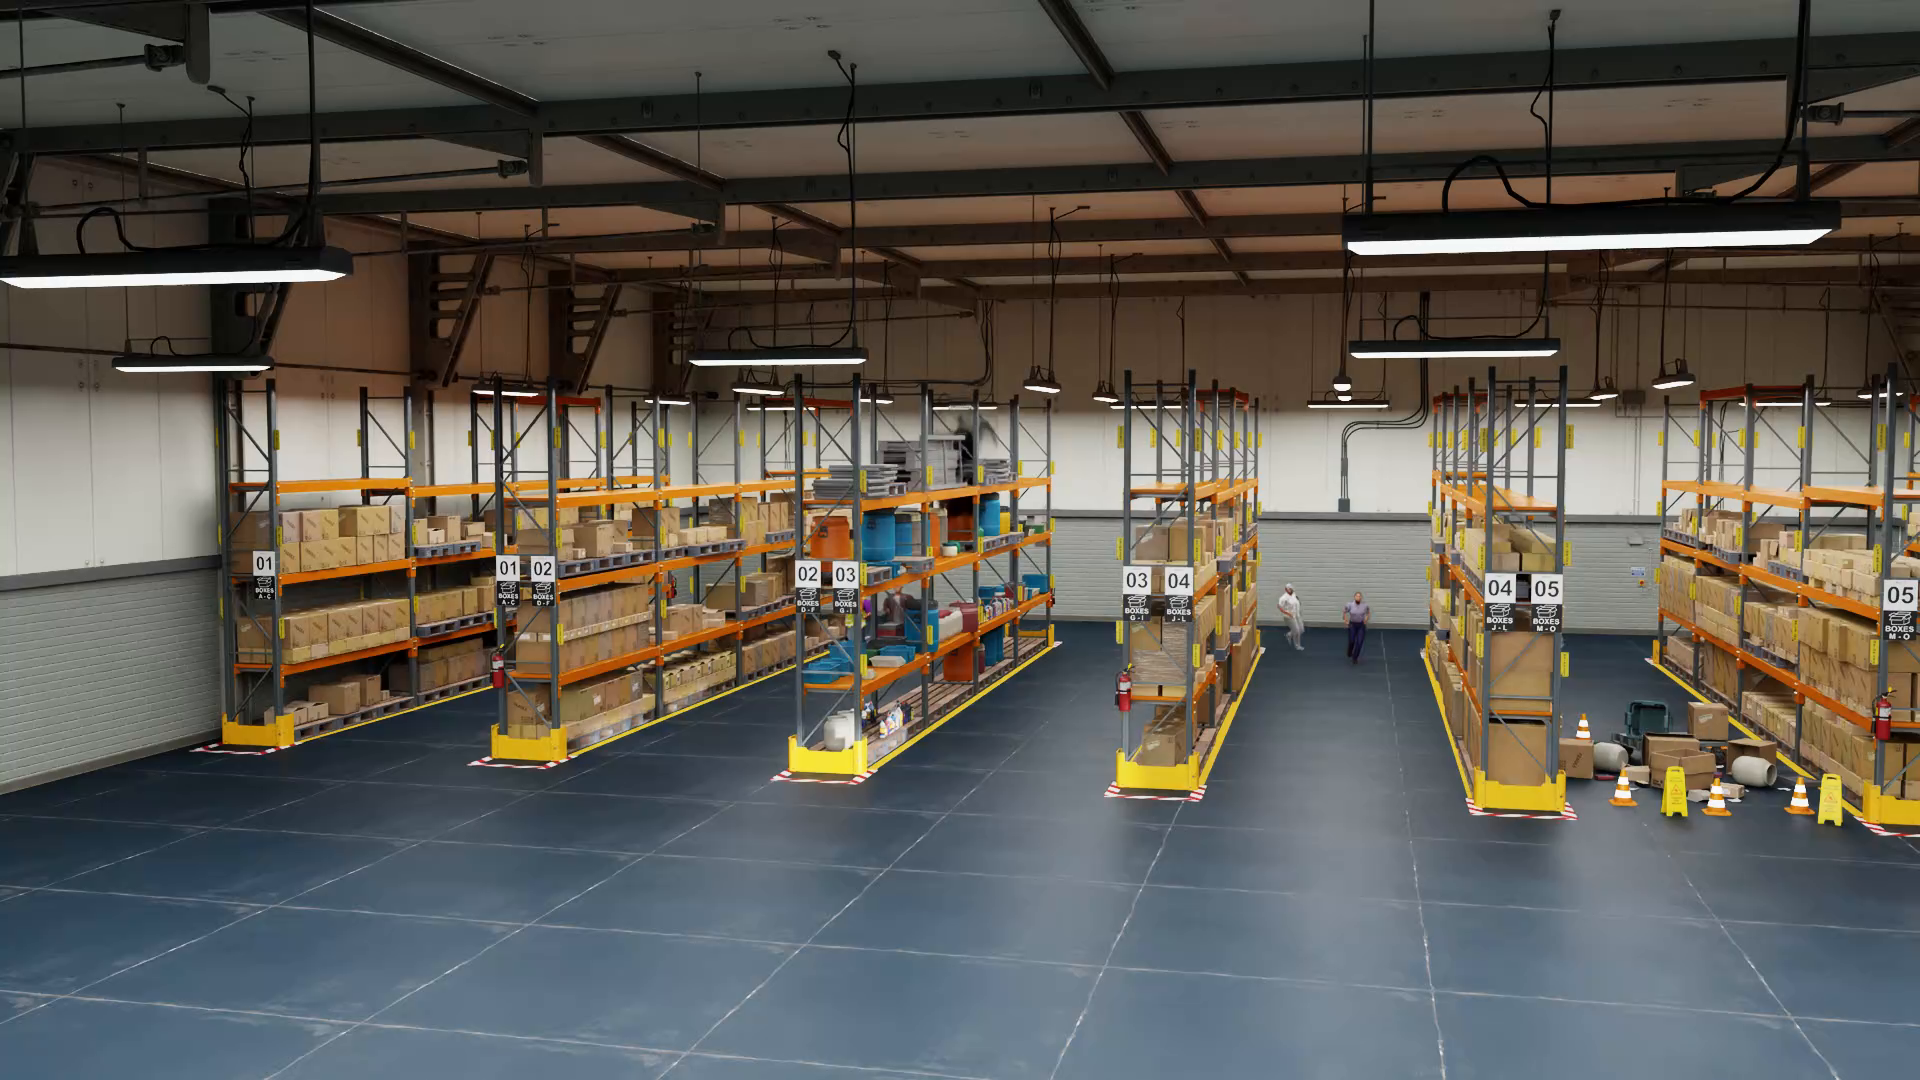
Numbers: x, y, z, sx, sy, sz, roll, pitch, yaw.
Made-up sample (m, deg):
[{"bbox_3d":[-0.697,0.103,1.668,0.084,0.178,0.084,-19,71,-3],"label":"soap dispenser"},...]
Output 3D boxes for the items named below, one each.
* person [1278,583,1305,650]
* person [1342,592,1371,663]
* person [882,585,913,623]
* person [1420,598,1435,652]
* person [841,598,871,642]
[{"bbox_3d":[7.872,1.830,39.727,0.627,1.605,0.574,-2,4,-36],"label":"person"},{"bbox_3d":[8.928,1.973,37.401,0.617,1.596,0.535,0,3,5],"label":"person"},{"bbox_3d":[-1.286,1.787,34.471,0.692,1.846,0.706,1,3,11],"label":"person"},{"bbox_3d":[11.322,1.799,39.364,0.902,1.691,0.609,0,3,-1],"label":"person"},{"bbox_3d":[-2.124,1.803,33.913,0.727,1.799,0.965,1,4,16],"label":"person"}]
